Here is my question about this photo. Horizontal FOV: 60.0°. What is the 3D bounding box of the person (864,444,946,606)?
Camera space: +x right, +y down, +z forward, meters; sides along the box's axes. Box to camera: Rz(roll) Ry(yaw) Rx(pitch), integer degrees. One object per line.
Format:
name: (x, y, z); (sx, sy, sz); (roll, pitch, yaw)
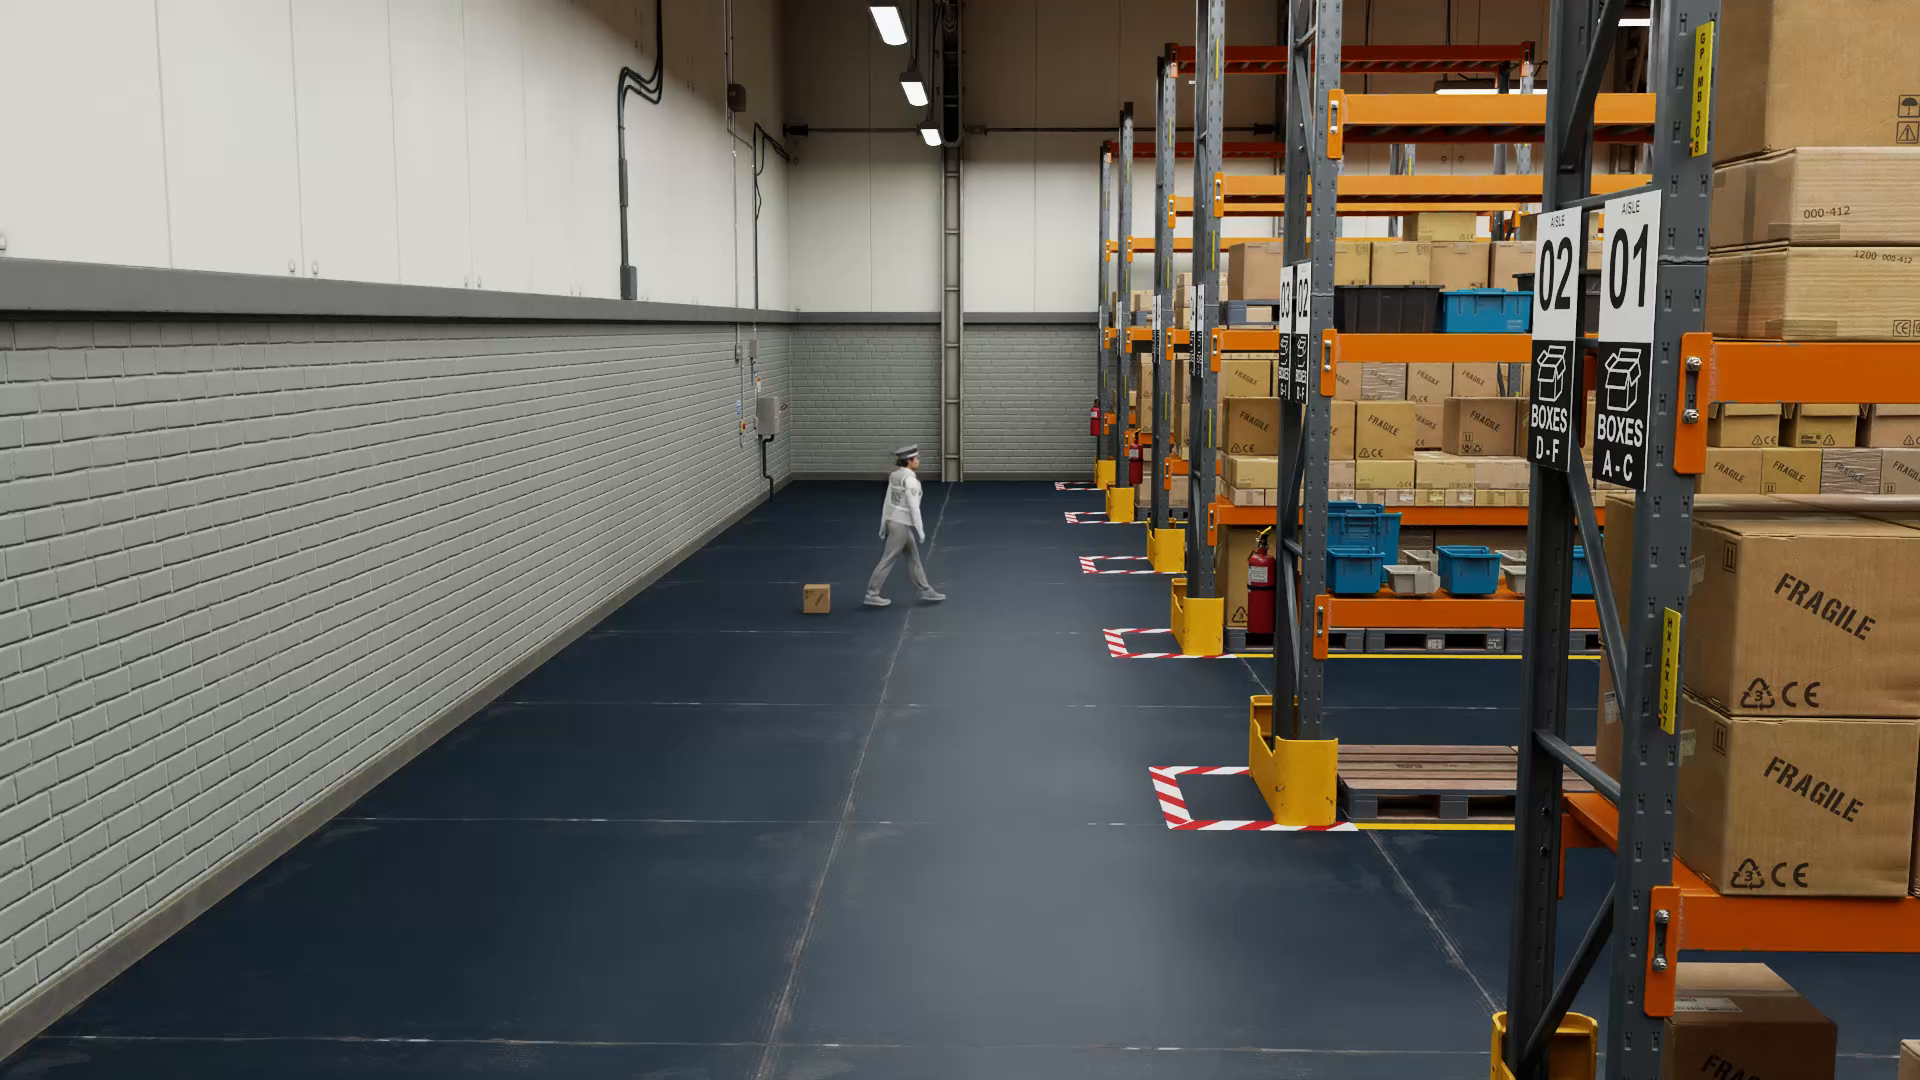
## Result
person: (-0.536, -0.156, 16.848); (0.924, 1.625, 0.514); (-3, 8, -19)
